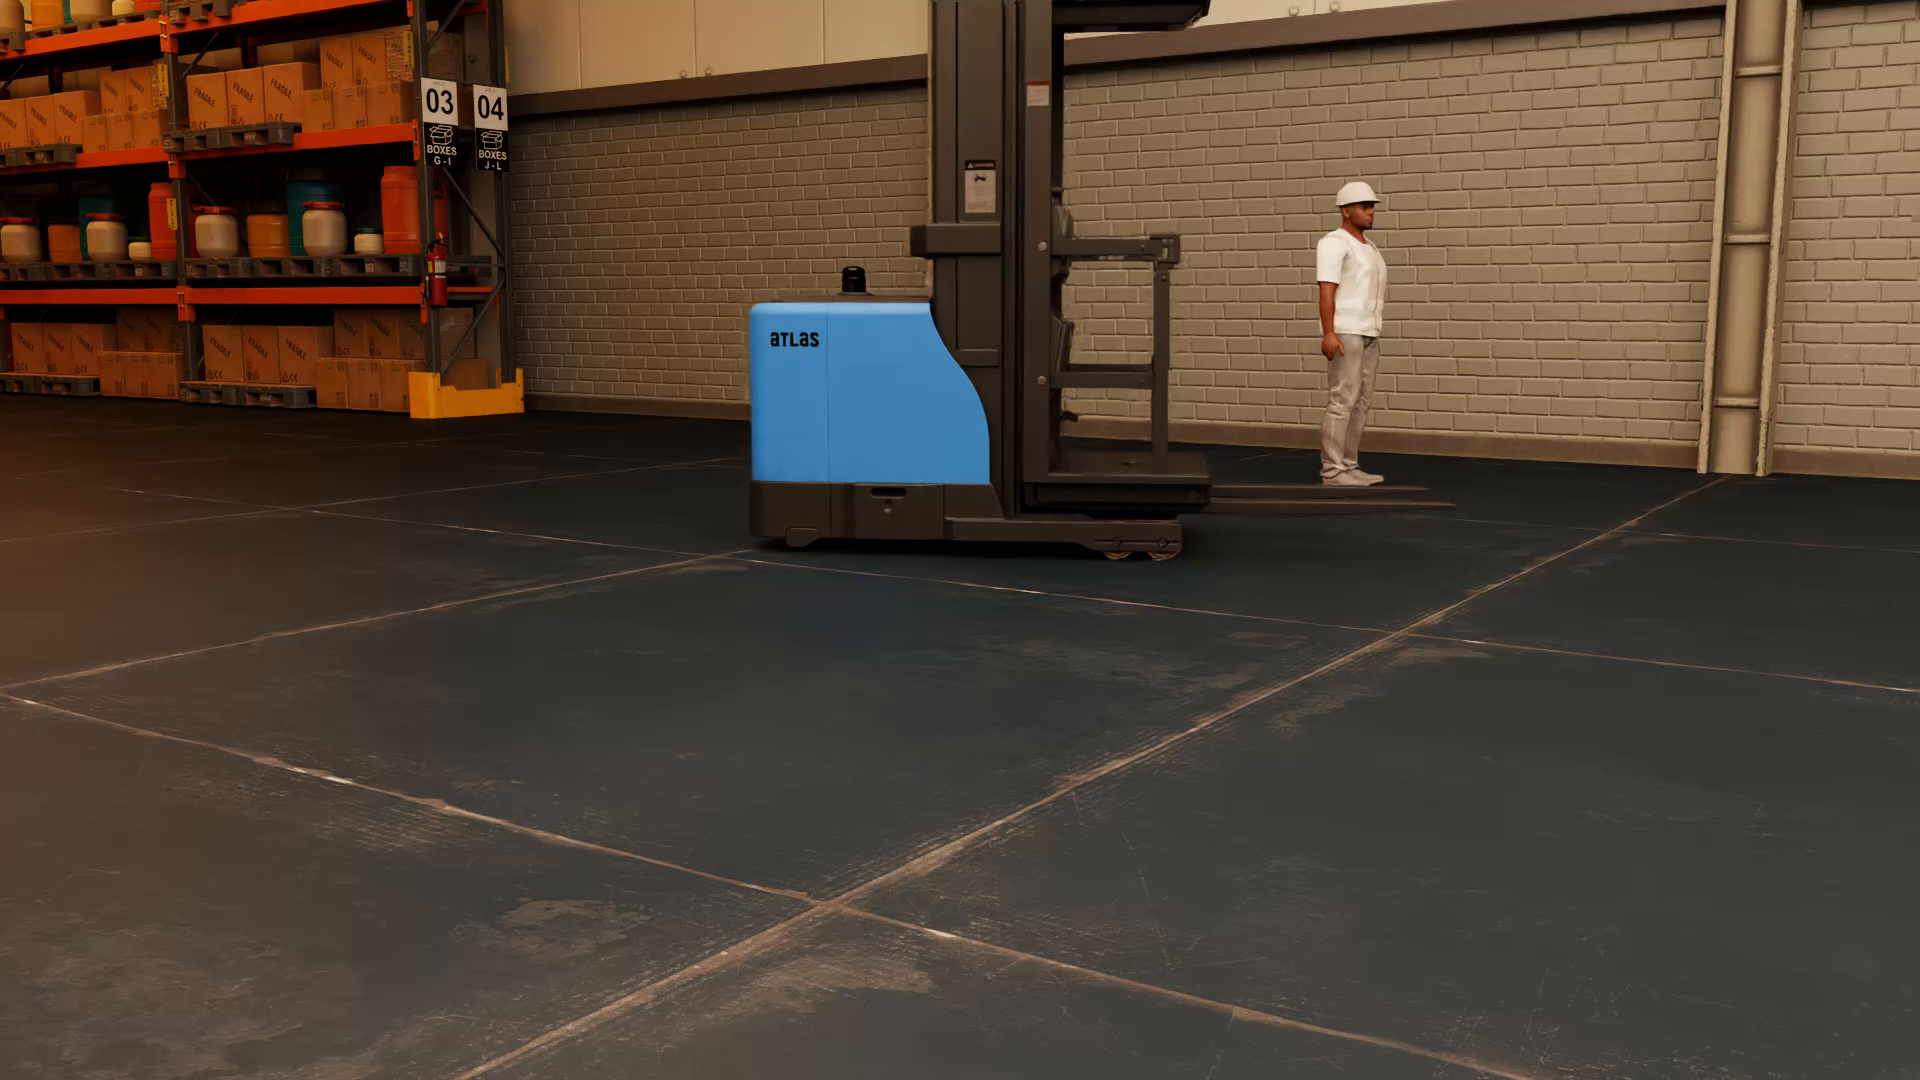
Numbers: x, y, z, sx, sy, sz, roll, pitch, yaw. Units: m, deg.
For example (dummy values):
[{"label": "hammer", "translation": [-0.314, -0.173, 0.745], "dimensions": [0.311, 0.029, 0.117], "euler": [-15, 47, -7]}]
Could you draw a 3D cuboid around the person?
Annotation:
[{"label": "person", "translation": [2.310, -1.194, 9.730], "dimensions": [0.387, 1.771, 0.614], "euler": [6, 10, 35]}]

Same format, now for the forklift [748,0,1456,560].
[{"label": "forklift", "translation": [0.629, -1.445, 7.352], "dimensions": [3.031, 2.935, 1.130], "euler": [1, 8, 6]}]
